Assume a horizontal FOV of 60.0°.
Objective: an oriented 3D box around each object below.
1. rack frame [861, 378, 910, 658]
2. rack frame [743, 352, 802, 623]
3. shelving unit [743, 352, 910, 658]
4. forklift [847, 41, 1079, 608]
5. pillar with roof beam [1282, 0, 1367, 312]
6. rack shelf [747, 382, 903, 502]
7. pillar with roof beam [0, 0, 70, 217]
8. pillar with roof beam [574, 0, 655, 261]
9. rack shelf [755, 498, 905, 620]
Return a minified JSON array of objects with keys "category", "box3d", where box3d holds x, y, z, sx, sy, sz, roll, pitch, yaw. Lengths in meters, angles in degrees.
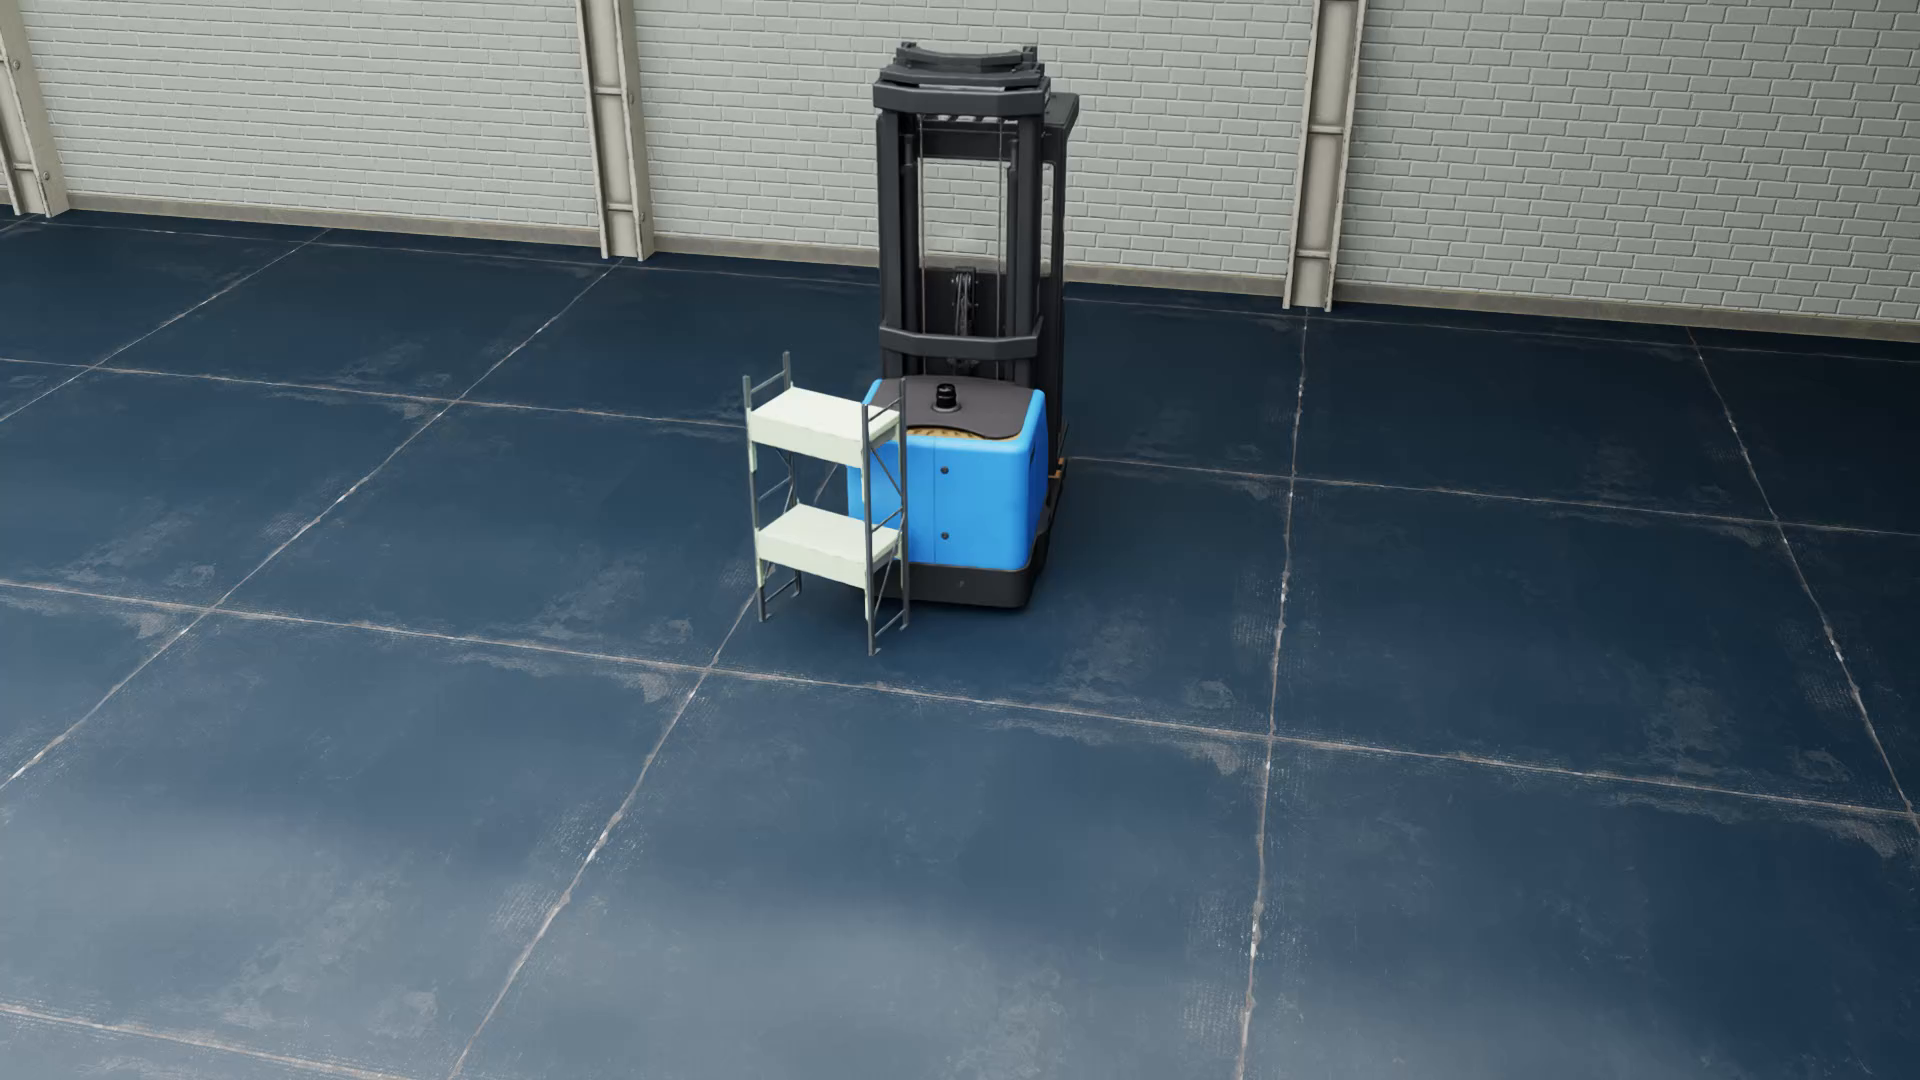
[{"category":"rack frame","box3d":[-0.390,-0.102,8.874,0.023,1.500,0.400,15,32,26]},{"category":"rack frame","box3d":[-1.028,-0.275,9.189,0.023,1.500,0.400,15,32,26]},{"category":"shelving unit","box3d":[-0.709,-0.188,9.032,0.755,1.500,0.431,15,32,26]},{"category":"forklift","box3d":[0.106,-1.590,10.103,1.130,2.935,3.031,5,29,8]},{"category":"pillar with roof beam","box3d":[1.994,-3.895,7.993,0.400,9.000,9.100,6,29,11]},{"category":"rack shelf","box3d":[-0.709,-0.530,8.844,0.720,0.370,0.431,15,32,26]},{"category":"pillar with roof beam","box3d":[-9.741,-5.098,10.191,0.400,9.000,9.100,6,29,11]},{"category":"pillar with roof beam","box3d":[-3.873,-4.496,9.092,0.400,9.000,9.100,6,29,11]},{"category":"rack shelf","box3d":[-0.709,0.098,9.188,0.720,0.370,0.431,15,32,26]}]
